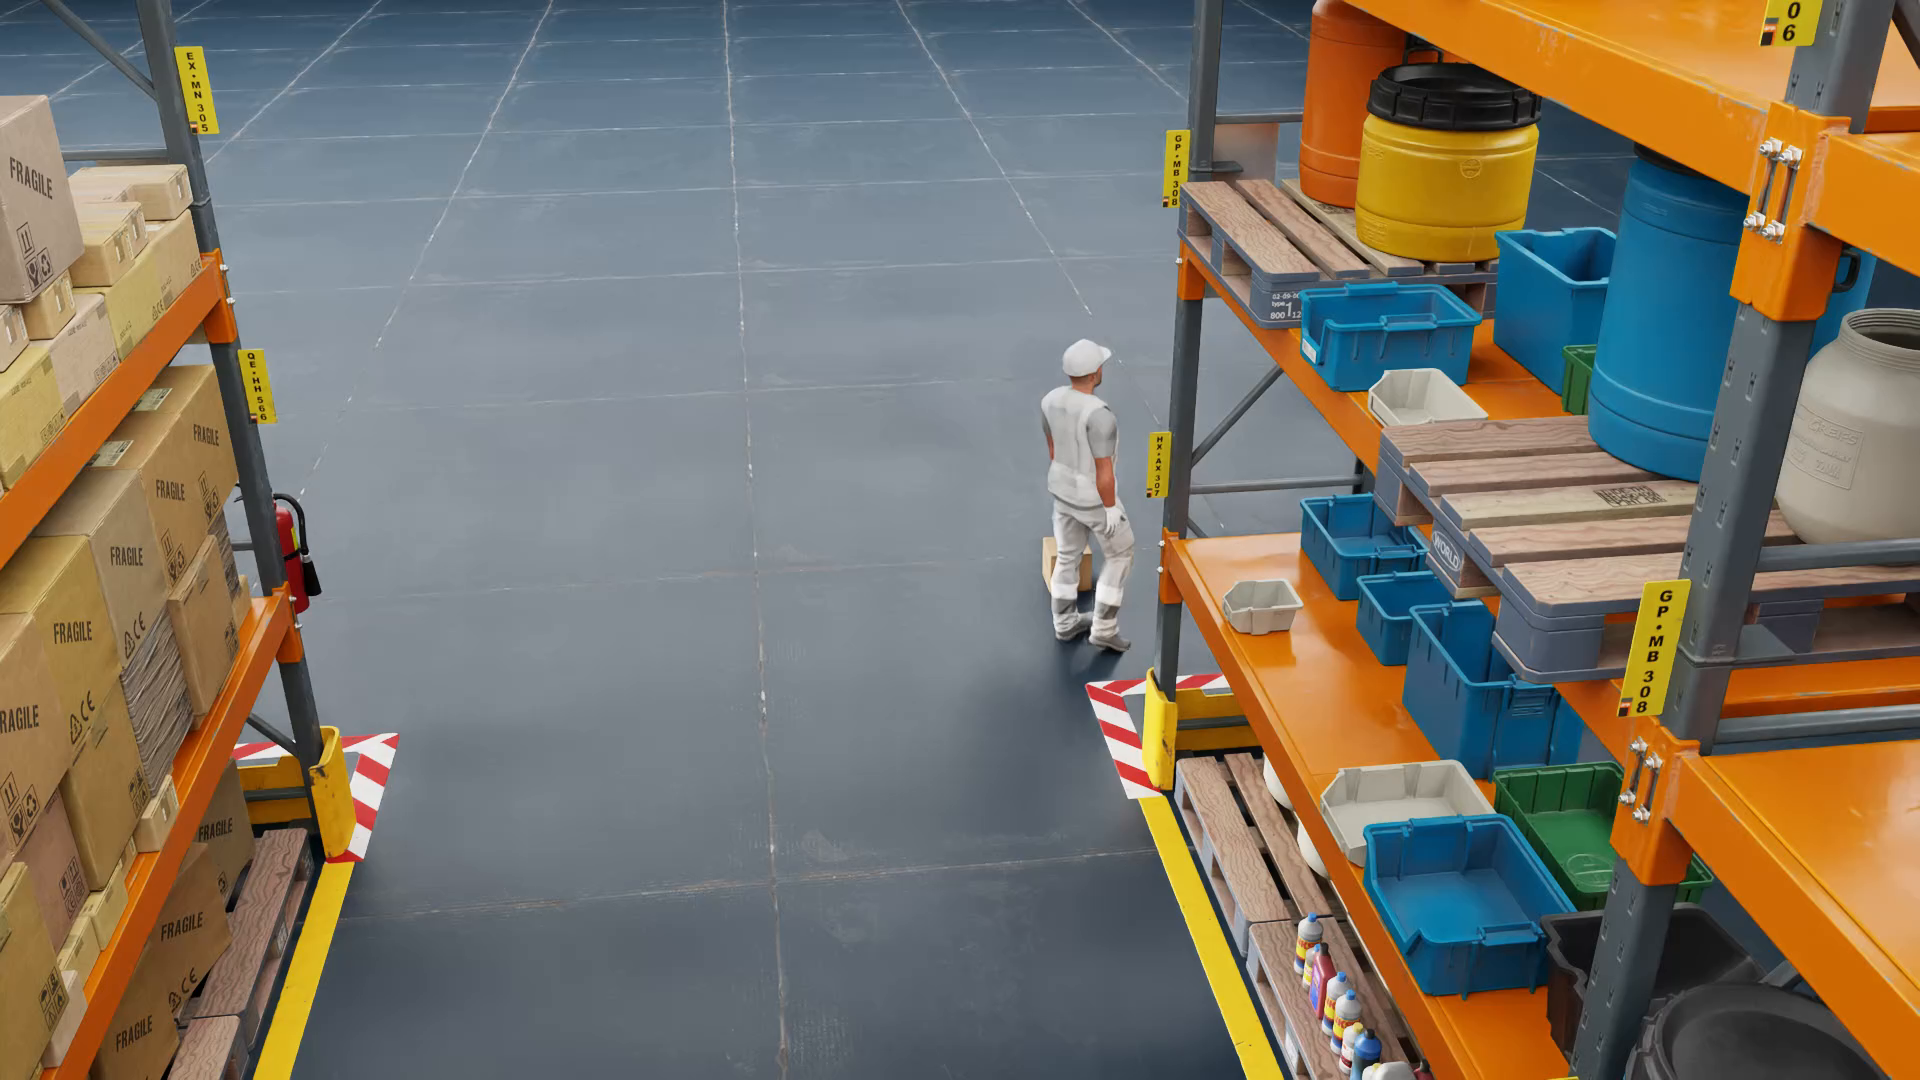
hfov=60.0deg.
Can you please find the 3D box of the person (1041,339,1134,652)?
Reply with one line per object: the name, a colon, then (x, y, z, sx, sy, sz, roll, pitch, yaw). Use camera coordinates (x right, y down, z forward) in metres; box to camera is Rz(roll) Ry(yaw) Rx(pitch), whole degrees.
person: (0.695, -0.234, 9.054, 0.393, 1.823, 0.554, -21, 34, -35)
